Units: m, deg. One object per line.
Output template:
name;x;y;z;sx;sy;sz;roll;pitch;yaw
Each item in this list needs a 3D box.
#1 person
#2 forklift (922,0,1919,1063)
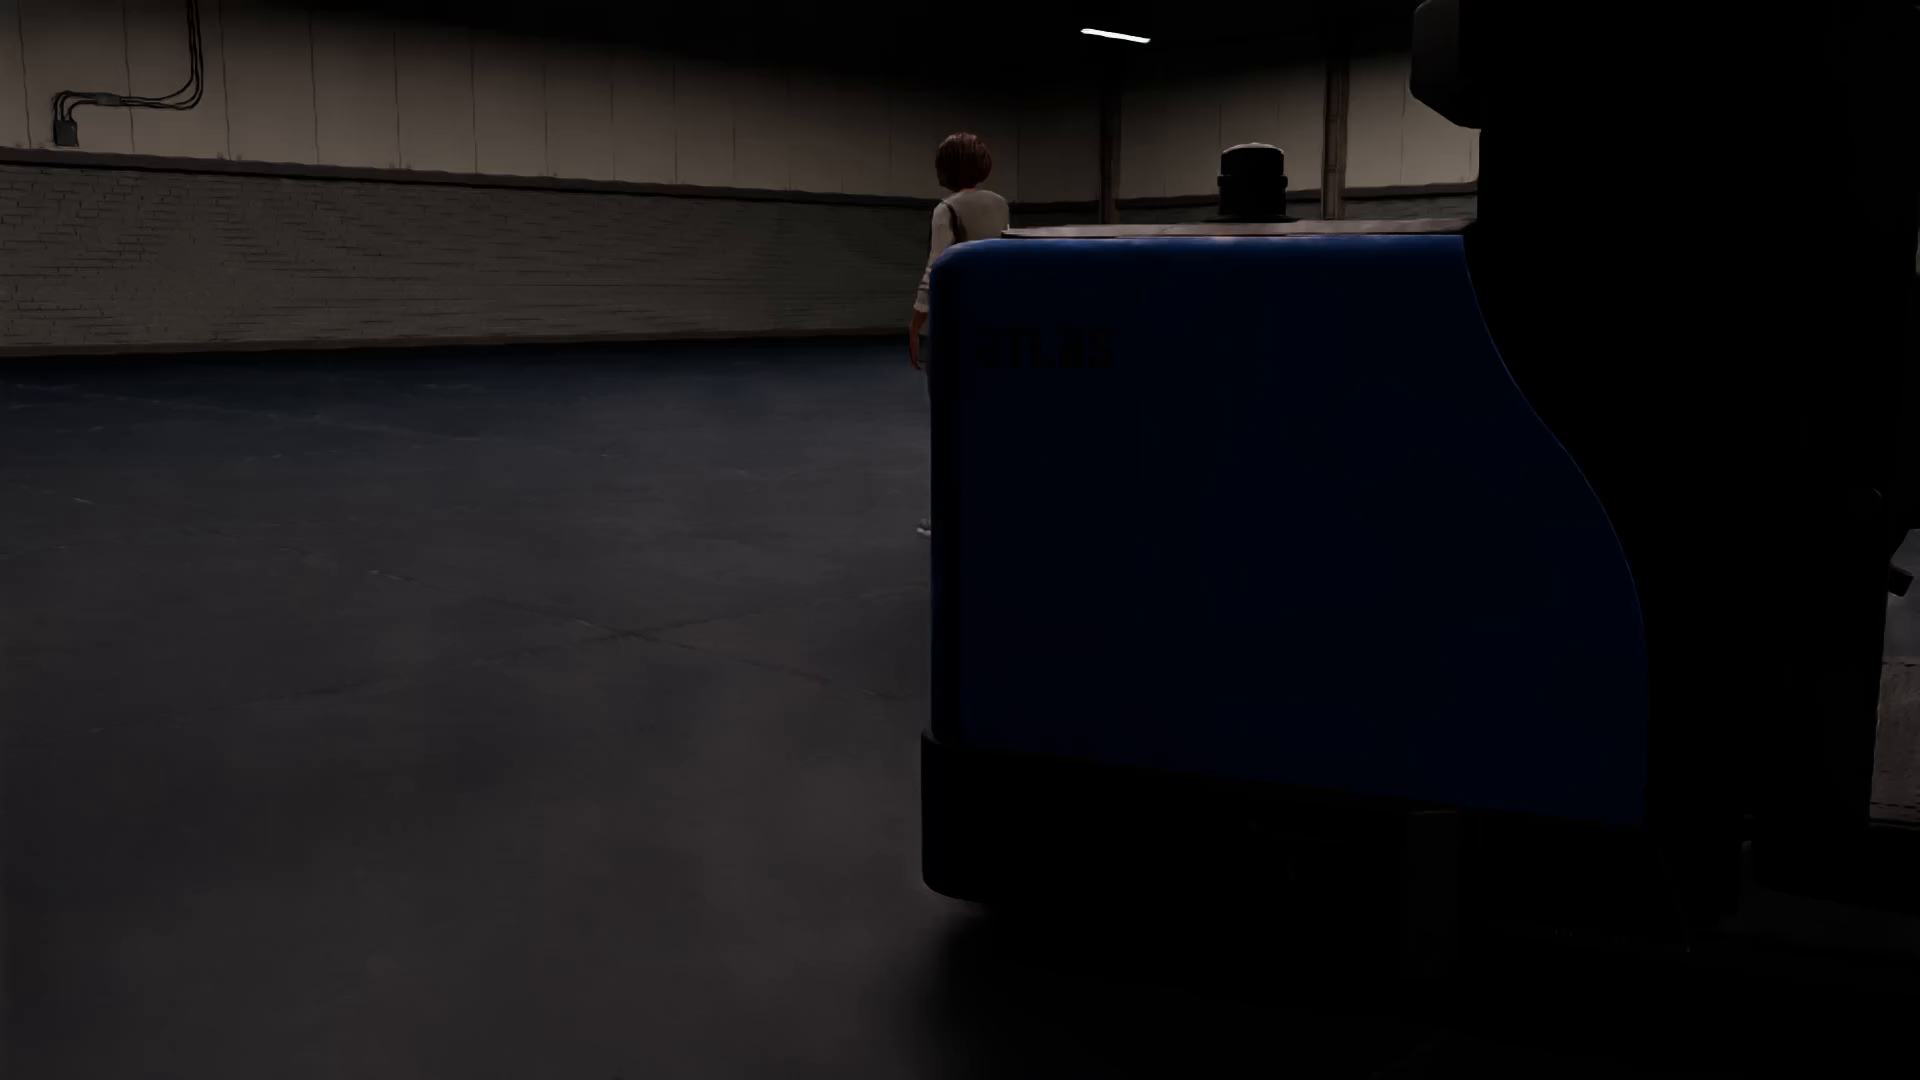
person;-0.044;-0.806;6.658;0.474;1.597;0.521;8;12;43
forklift;1.503;-0.811;2.258;3.031;2.935;1.130;4;9;24
